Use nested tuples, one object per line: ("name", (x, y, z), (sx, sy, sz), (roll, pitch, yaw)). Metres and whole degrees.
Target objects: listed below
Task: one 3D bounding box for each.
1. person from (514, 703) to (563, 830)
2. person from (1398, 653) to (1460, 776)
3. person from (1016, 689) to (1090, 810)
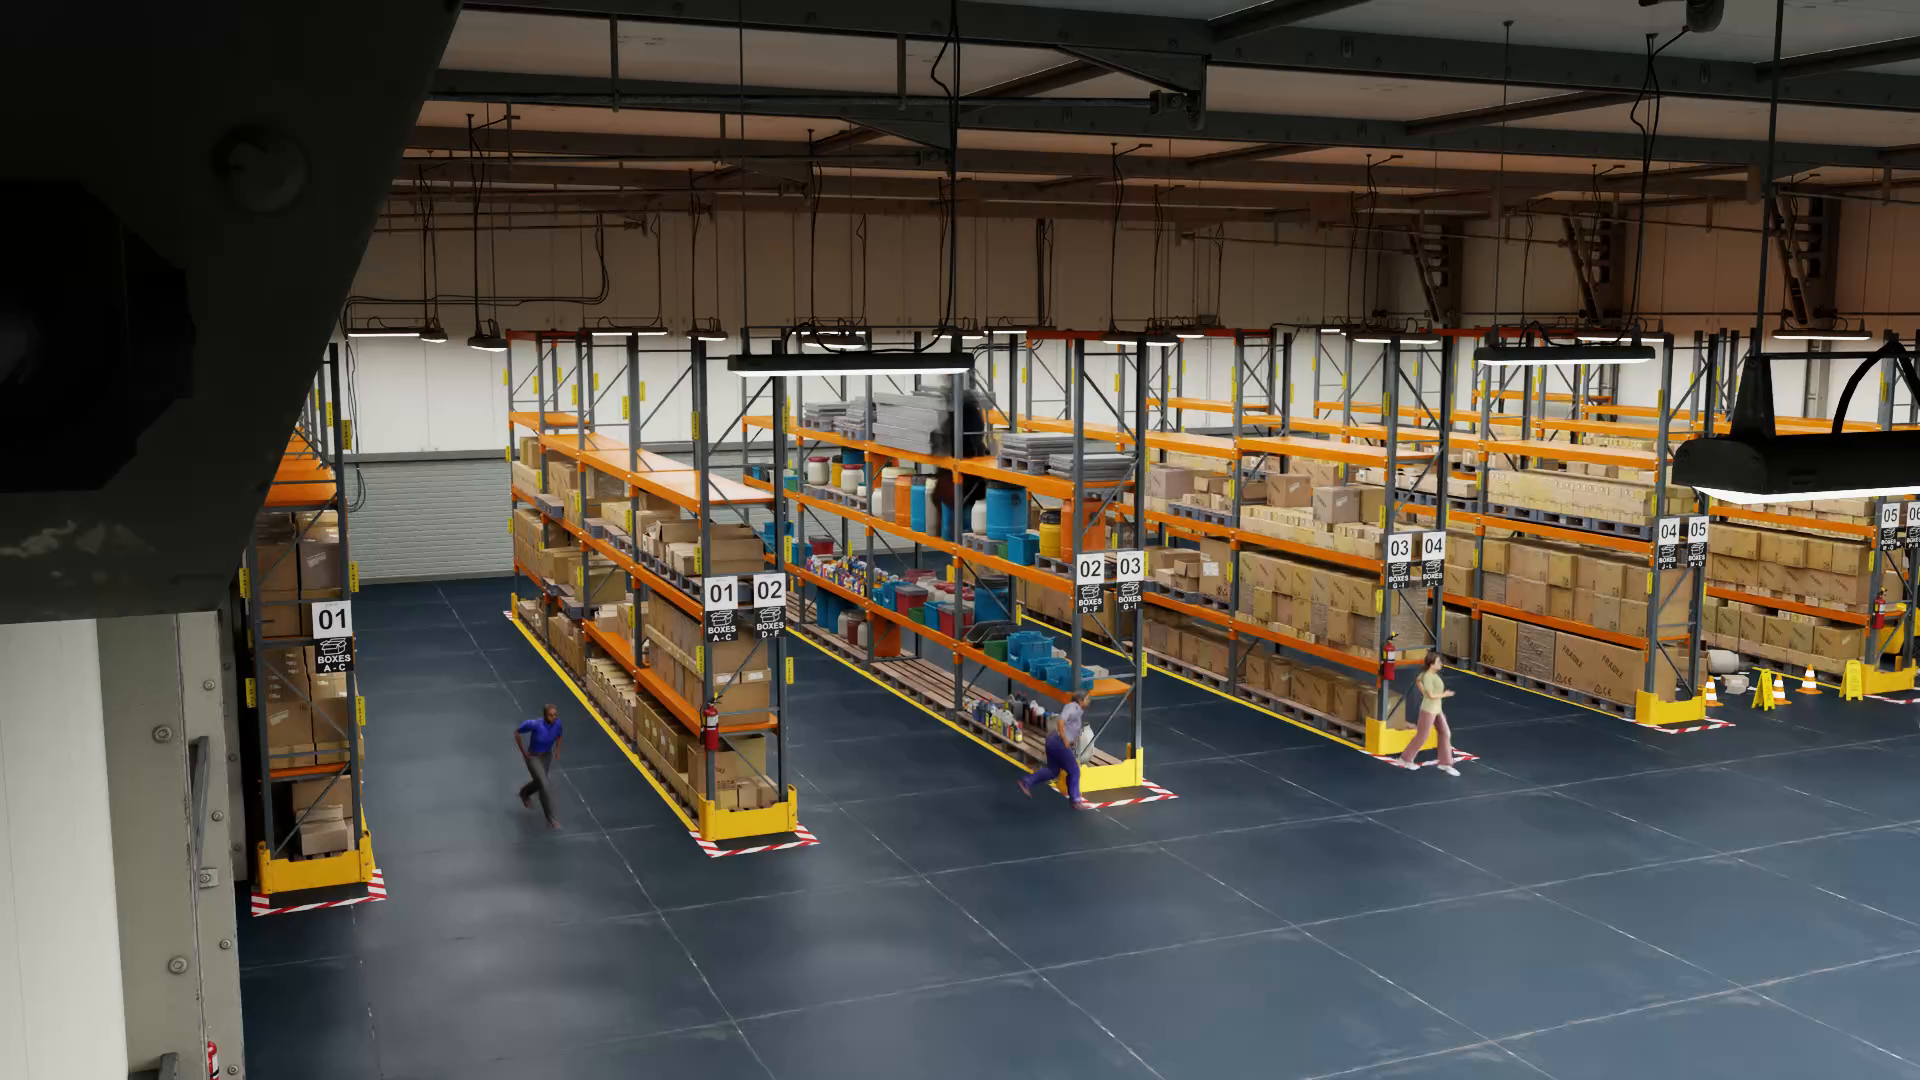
("person", (-5.290, 2.766, 20.743), (0.611, 1.616, 0.977), (-7, 10, -40))
("person", (6.462, 2.387, 22.839), (0.823, 1.701, 0.561), (4, 9, 26))
("person", (1.193, 2.697, 21.274), (0.953, 1.612, 0.630), (1, 8, 5))
